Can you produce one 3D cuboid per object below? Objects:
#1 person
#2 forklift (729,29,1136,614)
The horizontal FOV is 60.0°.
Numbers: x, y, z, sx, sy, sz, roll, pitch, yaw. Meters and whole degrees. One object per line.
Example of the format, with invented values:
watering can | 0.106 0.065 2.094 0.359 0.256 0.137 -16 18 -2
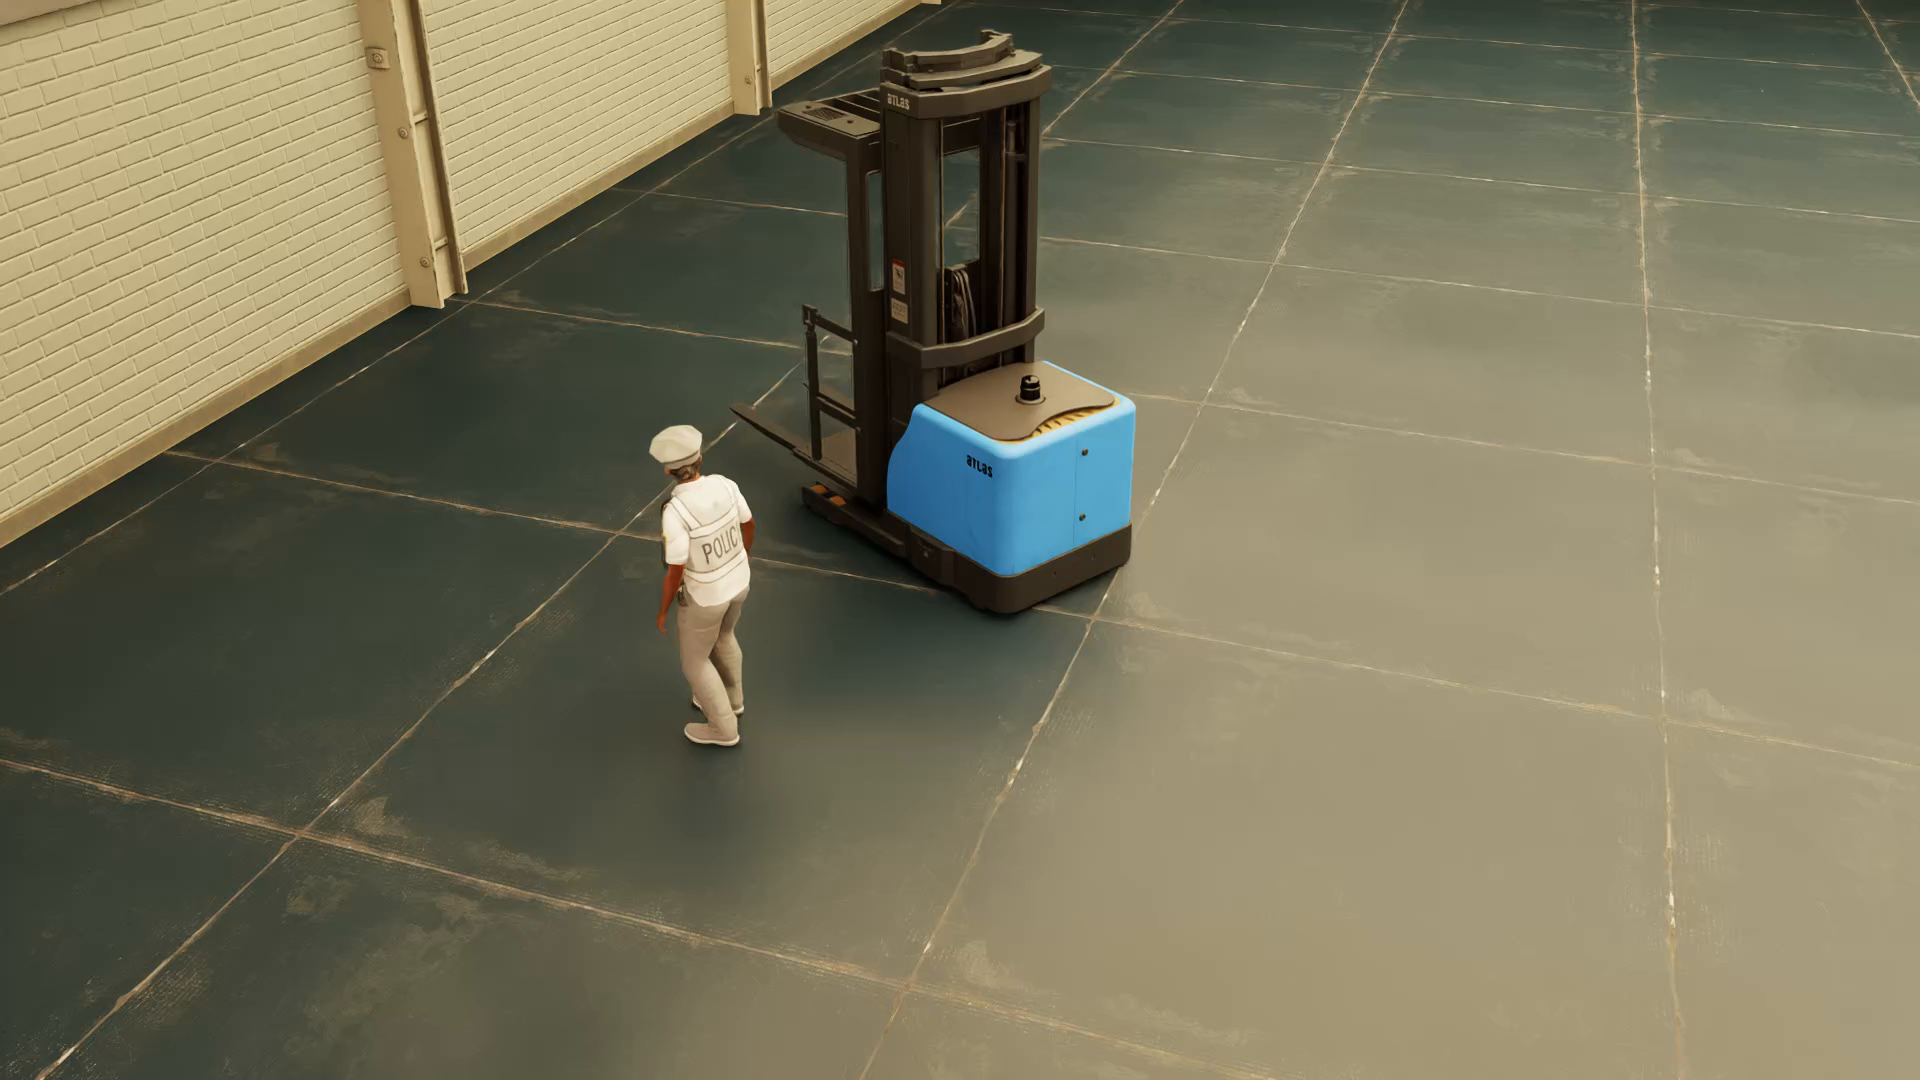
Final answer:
person | -1.250 0.231 8.032 0.457 1.646 0.627 17 34 27
forklift | -0.331 -1.520 9.803 1.130 2.935 3.031 -23 37 -34
